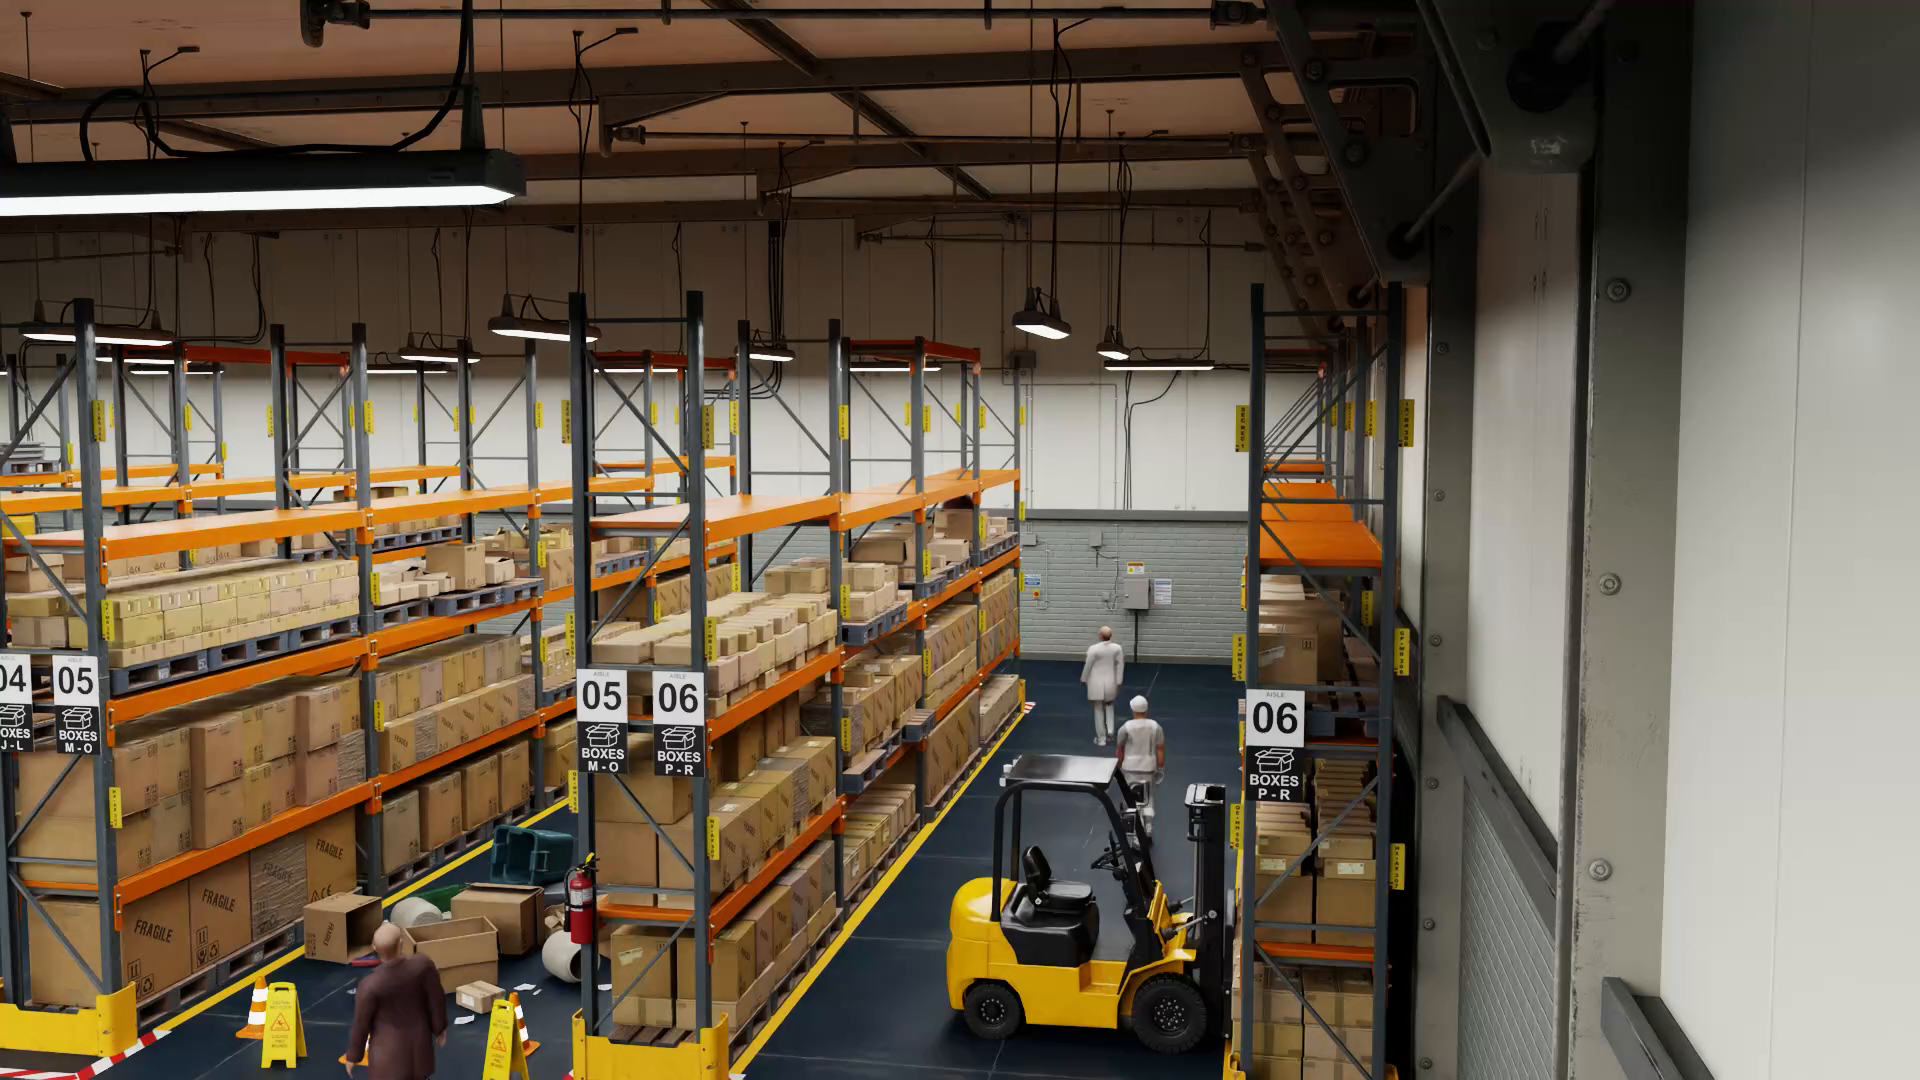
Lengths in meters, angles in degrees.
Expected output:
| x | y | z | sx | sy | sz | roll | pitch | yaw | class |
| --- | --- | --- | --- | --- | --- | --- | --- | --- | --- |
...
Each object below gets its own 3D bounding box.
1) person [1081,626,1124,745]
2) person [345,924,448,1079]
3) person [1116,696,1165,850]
| x | y | z | sx | sy | sz | roll | pitch | yaw | class |
| --- | --- | --- | --- | --- | --- | --- | --- | --- | --- |
| 2.109 | 2.201 | 24.584 | 0.630 | 1.732 | 0.551 | -1 | 5 | -6 | person |
| -3.747 | 3.392 | 11.090 | 0.460 | 1.782 | 0.673 | 3 | 6 | 36 | person |
| 2.096 | 2.709 | 19.390 | 0.556 | 1.821 | 0.542 | 0 | 5 | -4 | person |
